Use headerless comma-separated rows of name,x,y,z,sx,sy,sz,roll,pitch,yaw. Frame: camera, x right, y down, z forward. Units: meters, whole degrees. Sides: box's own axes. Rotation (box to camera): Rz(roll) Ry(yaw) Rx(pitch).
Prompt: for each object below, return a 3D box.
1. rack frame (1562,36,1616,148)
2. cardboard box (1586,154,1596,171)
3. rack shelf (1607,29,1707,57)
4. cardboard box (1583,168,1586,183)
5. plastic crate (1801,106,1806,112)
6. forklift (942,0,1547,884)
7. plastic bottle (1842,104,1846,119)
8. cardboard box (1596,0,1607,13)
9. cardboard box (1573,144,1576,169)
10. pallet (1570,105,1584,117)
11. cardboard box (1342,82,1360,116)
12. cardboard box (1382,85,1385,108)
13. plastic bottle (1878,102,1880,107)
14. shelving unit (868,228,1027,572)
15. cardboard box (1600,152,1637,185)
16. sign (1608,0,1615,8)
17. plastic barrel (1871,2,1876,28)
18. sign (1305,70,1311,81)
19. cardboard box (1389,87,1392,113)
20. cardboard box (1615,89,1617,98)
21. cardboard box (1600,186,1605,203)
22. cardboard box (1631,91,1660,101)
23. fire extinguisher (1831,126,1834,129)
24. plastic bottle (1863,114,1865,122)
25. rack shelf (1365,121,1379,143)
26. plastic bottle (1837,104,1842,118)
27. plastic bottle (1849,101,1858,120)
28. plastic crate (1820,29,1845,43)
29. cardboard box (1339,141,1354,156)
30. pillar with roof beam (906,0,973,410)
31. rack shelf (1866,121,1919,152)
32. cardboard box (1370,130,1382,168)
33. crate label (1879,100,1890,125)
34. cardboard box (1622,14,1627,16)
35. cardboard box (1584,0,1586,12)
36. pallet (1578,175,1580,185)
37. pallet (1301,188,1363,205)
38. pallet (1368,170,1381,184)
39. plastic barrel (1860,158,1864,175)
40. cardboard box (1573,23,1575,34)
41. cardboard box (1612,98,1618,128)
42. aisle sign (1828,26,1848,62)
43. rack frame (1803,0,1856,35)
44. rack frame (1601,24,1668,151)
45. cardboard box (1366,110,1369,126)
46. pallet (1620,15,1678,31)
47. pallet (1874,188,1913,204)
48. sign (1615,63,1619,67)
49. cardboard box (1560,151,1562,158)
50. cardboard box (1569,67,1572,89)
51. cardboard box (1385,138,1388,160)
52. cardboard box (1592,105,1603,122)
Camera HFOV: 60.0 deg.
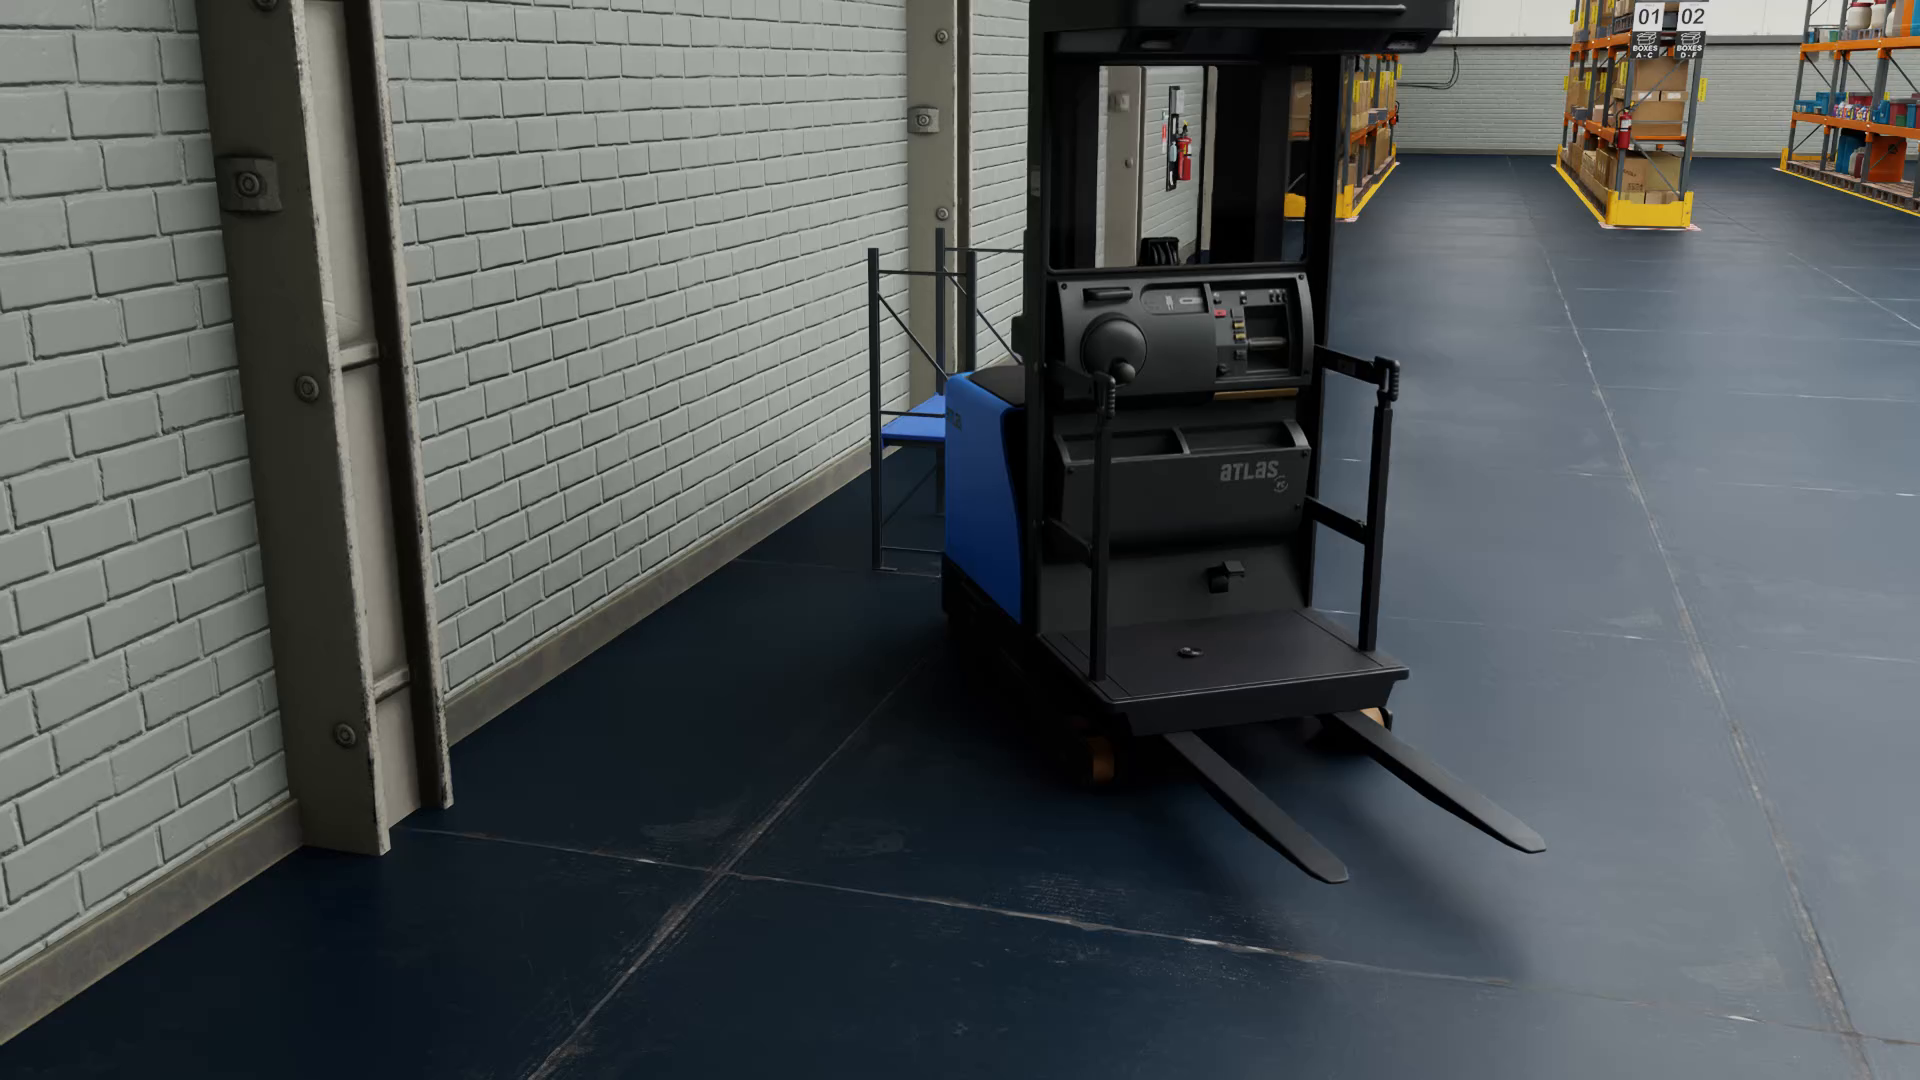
rack frame,14.919,-10.390,39.465,1.000,3.000,0.127,5,16,16
cardboard box,11.781,-6.926,30.493,0.500,0.311,0.500,4,16,15
rack shelf,10.940,-7.825,26.240,1.077,0.370,4.000,5,16,16
cardboard box,11.931,-6.794,31.056,0.500,0.250,0.500,4,16,14
plastic crate,18.918,-9.613,37.098,0.250,0.136,0.298,5,16,16
forklift,0.842,-0.720,5.498,1.130,2.935,3.031,-5,17,-16
plastic bottle,17.764,-8.607,33.392,0.061,0.283,0.133,5,16,16
cardboard box,13.192,-10.610,33.606,0.600,0.600,0.600,4,16,14
cardboard box,13.270,-8.105,35.181,0.500,0.500,0.500,5,17,17
pallet,13.450,-9.051,35.094,1.003,0.211,1.213,5,16,16
cardboard box,6.045,-6.987,26.331,0.500,0.500,0.500,5,16,16
cardboard box,8.578,-9.255,34.695,0.500,0.500,0.500,5,16,16
plastic bottle,18.392,-8.632,33.356,0.144,0.351,0.185,5,16,16
shelving unit,-0.024,-0.699,8.046,0.538,1.500,1.048,5,16,16
cardboard box,10.652,-6.001,26.885,0.500,0.500,0.500,5,16,16
sign,10.986,-9.134,28.013,0.100,0.325,0.005,5,16,16
plastic barrel,18.465,-10.440,33.028,0.600,0.588,0.600,0,16,0
sign,6.225,-8.233,29.737,0.100,0.325,0.005,5,16,16
cardboard box,9.414,-10.203,38.253,0.980,0.700,0.700,4,16,14
cardboard box,11.104,-7.422,27.629,0.380,0.149,0.250,4,16,14
cardboard box,10.512,-5.509,26.526,0.500,0.250,0.500,5,16,16
cardboard box,10.298,-6.679,25.009,0.380,0.149,0.250,4,16,15
fire extinguisher,20.145,-9.793,38.183,0.296,0.674,0.183,5,16,16
plastic bottle,17.215,-8.045,31.559,0.097,0.201,0.097,0,16,0
rack shelf,7.326,-7.811,31.690,1.077,0.370,4.000,5,16,16
plastic bottle,17.929,-8.712,33.774,0.152,0.276,0.135,5,16,16
plastic bottle,17.600,-8.448,32.707,0.144,0.351,0.185,5,16,16
plastic crate,18.741,-10.835,35.754,0.437,0.282,0.530,5,16,16
cardboard box,7.073,-7.313,31.016,0.500,0.250,0.500,4,16,15
pillar with roof beam,4.003,-4.681,8.341,9.100,9.000,0.400,5,16,16
rack shelf,16.825,-7.043,28.981,1.077,0.370,4.000,5,16,16
cardboard box,8.485,-8.259,35.121,0.750,0.750,0.750,5,16,16
crate label,16.852,-7.690,29.881,0.502,0.435,0.616,5,16,16
cardboard box,10.920,-8.592,26.412,0.797,0.503,0.637,7,17,22
cardboard box,14.294,-11.840,37.063,0.700,0.500,0.500,5,16,16
pallet,12.894,-7.148,33.144,1.003,0.211,1.213,5,16,16
pallet,6.601,-6.114,29.498,1.003,0.211,1.213,5,16,16
pallet,8.191,-7.539,34.524,1.003,0.211,1.213,5,16,16
plastic barrel,17.591,-7.201,32.011,0.421,0.512,0.421,0,16,0
cardboard box,14.523,-11.888,38.605,0.500,0.250,0.500,5,16,16
cardboard box,11.389,-7.182,27.971,0.700,0.500,0.500,4,16,14
aisle sign,19.968,-11.252,37.738,0.394,0.787,0.004,5,16,16
rack frame,19.667,-12.891,37.288,1.000,3.000,0.127,5,16,16
rack frame,11.509,-7.251,28.396,1.000,3.000,0.127,5,16,16
cardboard box,6.914,-7.424,29.245,0.500,0.250,0.500,5,16,16
pallet,10.942,-8.108,26.083,1.003,0.211,1.213,5,16,16
pallet,16.787,-6.053,29.283,1.003,0.211,1.213,5,16,16
sign,15.445,-11.051,39.093,0.100,0.325,0.005,5,16,16
cardboard box,14.470,-9.148,39.501,0.380,0.149,0.250,5,16,16
cardboard box,14.399,-10.686,38.493,0.500,0.500,0.500,5,17,16
cardboard box,9.636,-9.179,39.007,0.700,0.500,0.500,5,17,17
cardboard box,12.205,-8.035,31.326,0.500,0.311,0.500,4,16,15
